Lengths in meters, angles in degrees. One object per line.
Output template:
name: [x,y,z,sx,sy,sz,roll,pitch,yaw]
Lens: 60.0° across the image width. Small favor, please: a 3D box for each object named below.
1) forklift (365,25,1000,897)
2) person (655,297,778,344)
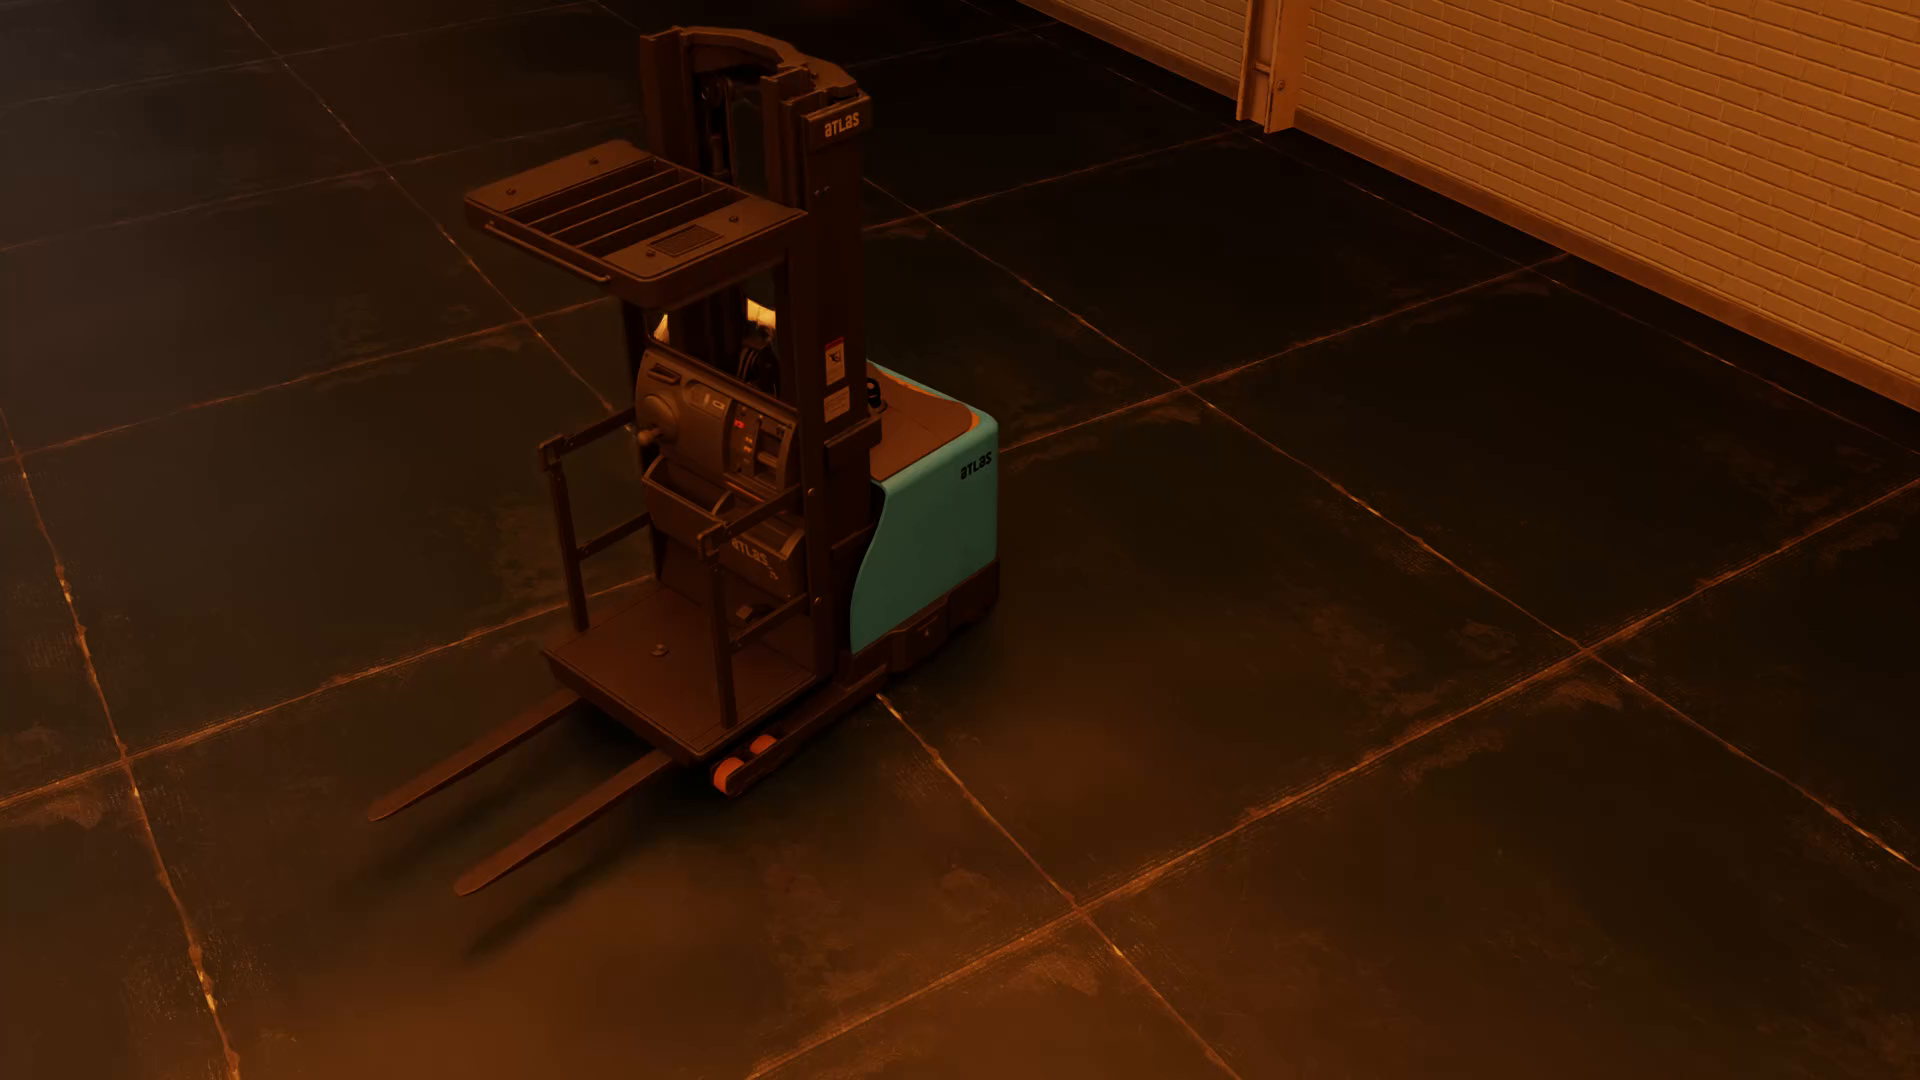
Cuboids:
forklift: [-1.159,-0.431,6.760,1.130,2.935,3.031,27,43,33]
person: [-1.286,-0.916,8.808,0.805,1.450,0.787,-2,35,-2]
